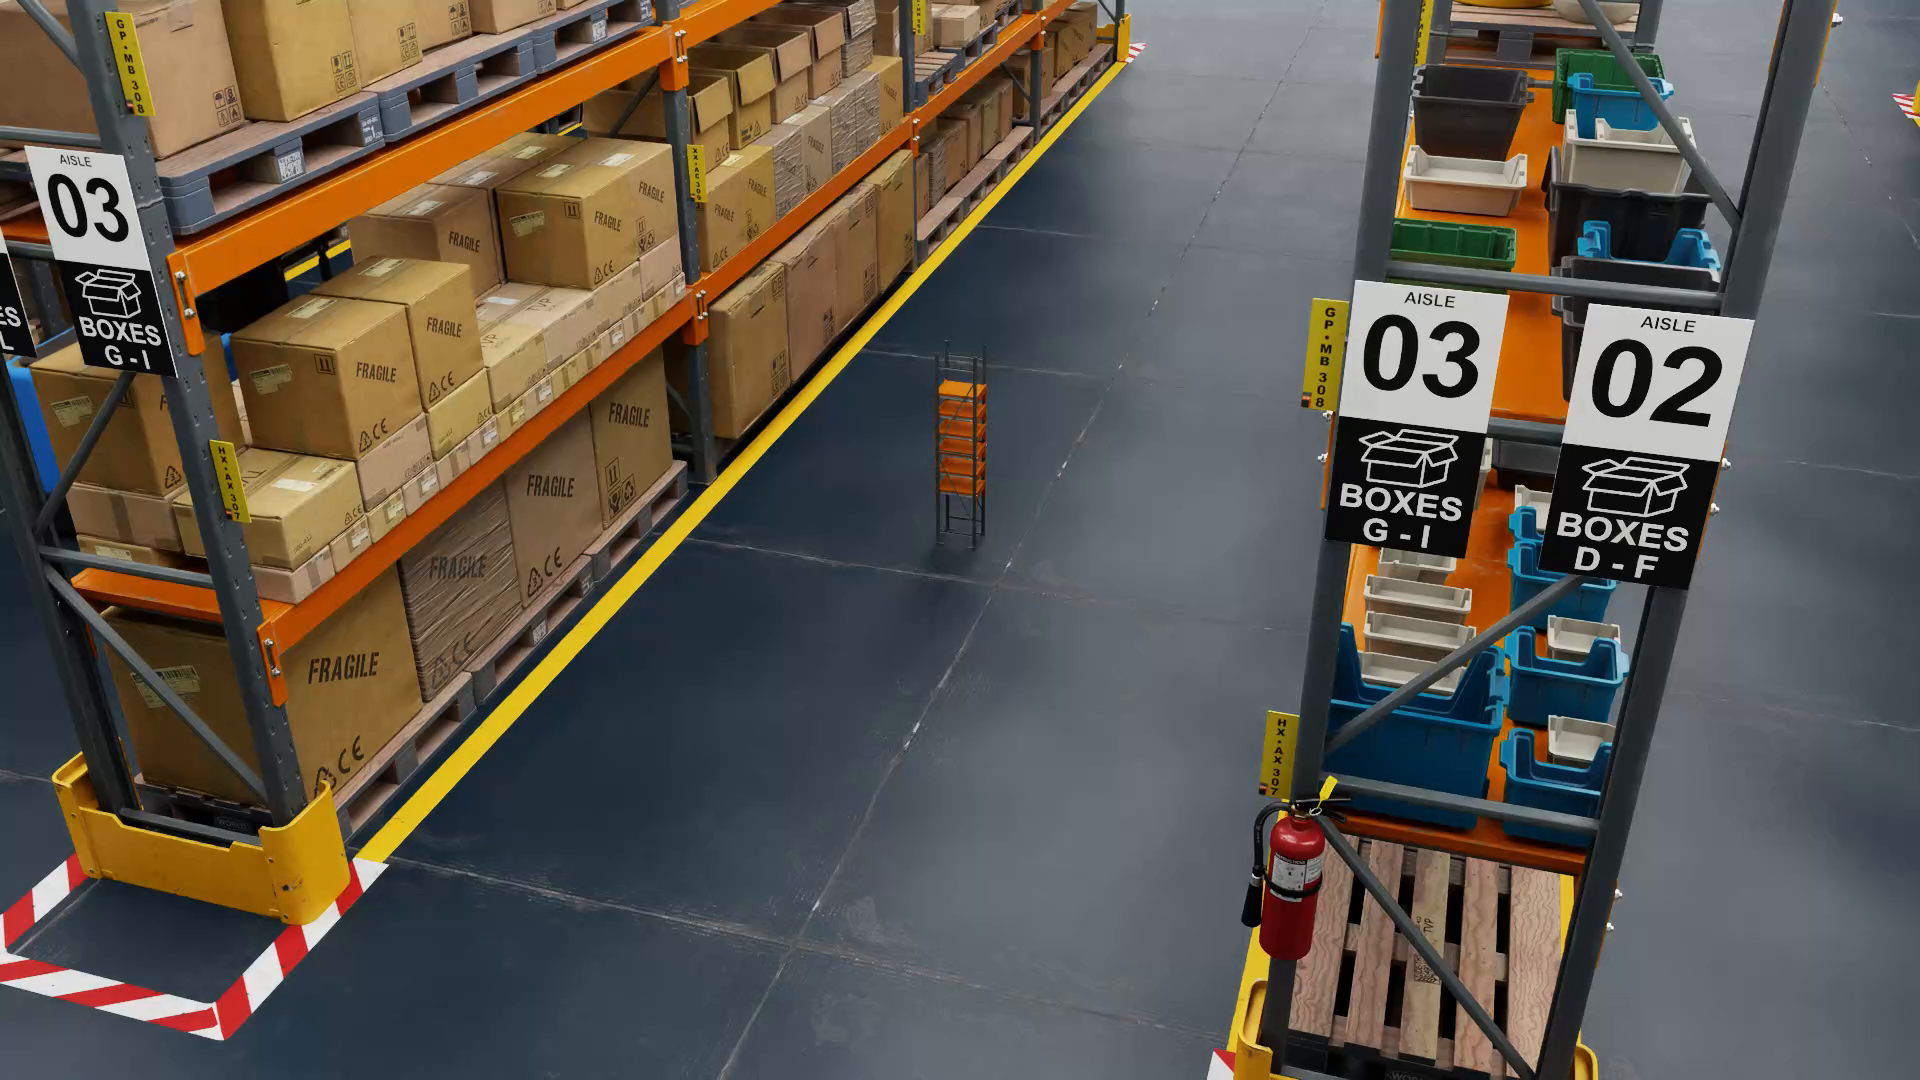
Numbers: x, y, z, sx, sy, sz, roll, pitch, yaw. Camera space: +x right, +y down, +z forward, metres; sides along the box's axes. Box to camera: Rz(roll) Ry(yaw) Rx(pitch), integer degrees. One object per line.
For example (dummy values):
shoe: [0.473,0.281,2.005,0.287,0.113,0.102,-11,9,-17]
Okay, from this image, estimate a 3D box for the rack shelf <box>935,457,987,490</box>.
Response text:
rack shelf: [0.004,-0.387,9.550,0.258,0.103,0.180,8,30,15]

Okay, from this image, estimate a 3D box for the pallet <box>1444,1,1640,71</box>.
pallet: [2.852,-2.639,8.518,1.213,0.211,1.003,8,30,15]

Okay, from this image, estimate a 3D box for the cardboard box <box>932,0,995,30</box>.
cardboard box: [-0.092,-4.867,14.876,0.797,0.503,0.637,12,31,20]

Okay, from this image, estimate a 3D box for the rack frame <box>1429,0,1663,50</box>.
rack frame: [2.715,-3.654,7.063,1.000,3.000,0.127,8,30,15]

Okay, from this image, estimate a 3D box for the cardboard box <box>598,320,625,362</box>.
cardboard box: [-2.022,-1.083,8.870,0.380,0.149,0.250,9,30,16]

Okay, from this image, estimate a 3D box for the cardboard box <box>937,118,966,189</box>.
cardboard box: [-0.358,-3.537,15.141,0.700,0.500,0.500,11,31,19]

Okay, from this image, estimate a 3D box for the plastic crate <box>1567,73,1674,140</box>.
plastic crate: [2.753,-1.802,6.990,0.416,0.233,0.300,8,30,15]

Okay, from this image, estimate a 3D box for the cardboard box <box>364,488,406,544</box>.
cardboard box: [-2.625,-0.127,7.152,0.380,0.149,0.250,8,30,14]

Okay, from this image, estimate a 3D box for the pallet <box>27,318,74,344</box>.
pallet: [-6.504,-1.638,12.477,1.003,0.211,1.213,8,30,15]

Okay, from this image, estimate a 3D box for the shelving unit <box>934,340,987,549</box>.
shelving unit: [0.004,-0.531,9.470,0.258,1.200,0.189,8,30,15]

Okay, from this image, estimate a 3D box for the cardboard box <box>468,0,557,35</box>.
cardboard box: [-2.354,-2.700,7.794,0.700,0.500,0.500,10,31,17]

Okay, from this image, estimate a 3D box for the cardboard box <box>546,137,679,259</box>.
cardboard box: [-1.899,-1.880,9.121,0.500,0.500,0.500,9,30,16]

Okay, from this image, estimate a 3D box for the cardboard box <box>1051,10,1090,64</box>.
cardboard box: [1.161,-5.837,19.296,0.500,0.500,0.500,17,33,28]

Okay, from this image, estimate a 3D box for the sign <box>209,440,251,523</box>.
sign: [-2.665,-0.212,6.073,0.100,0.325,0.005,8,30,15]

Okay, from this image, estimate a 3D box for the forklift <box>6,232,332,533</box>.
forklift: [-4.557,-1.945,10.232,1.130,2.935,3.031,7,30,12]

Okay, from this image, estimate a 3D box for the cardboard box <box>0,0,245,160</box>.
cardboard box: [-3.092,-1.712,6.018,0.700,0.500,0.500,7,30,12]

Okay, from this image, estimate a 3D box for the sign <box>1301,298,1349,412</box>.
sign: [1.010,-0.510,4.603,0.100,0.325,0.005,8,30,15]

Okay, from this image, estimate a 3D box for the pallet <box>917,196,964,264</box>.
pallet: [-0.615,-2.743,14.463,1.003,0.211,1.213,8,30,15]

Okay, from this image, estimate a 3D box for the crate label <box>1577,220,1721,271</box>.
crate label: [2.121,-0.802,5.174,0.408,0.251,0.502,8,30,15]

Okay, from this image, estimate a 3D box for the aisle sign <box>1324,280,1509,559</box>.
aisle sign: [1.240,-0.318,4.563,0.394,0.787,0.004,8,30,15]

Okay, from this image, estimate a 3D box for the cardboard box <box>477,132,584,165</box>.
cardboard box: [-2.405,-1.946,9.239,0.500,0.500,0.500,8,30,15]

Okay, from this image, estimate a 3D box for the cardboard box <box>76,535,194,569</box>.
cardboard box: [-3.404,0.017,6.893,0.380,0.149,0.250,9,30,16]

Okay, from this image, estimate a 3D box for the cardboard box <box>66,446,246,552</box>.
cardboard box: [-3.305,-0.208,6.887,0.500,0.250,0.500,8,30,14]

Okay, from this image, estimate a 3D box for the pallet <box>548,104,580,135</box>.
pallet: [-4.538,-4.624,17.845,1.003,0.211,1.213,8,30,15]

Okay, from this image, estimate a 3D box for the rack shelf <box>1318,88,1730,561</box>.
rack shelf: [2.128,-1.100,6.296,1.077,0.370,4.000,8,30,15]

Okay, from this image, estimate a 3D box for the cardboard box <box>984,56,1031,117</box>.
cardboard box: [0.484,-4.729,17.304,0.500,0.500,0.500,8,30,13]

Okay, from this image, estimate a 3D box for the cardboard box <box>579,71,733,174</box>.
cardboard box: [-1.840,-2.520,10.059,0.797,0.503,0.637,8,30,14]

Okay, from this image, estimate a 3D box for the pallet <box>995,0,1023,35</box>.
pallet: [-0.035,-5.039,15.920,1.003,0.211,1.213,8,30,15]

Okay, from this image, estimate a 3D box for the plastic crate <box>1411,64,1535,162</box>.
plastic crate: [2.088,-1.748,6.856,0.497,0.269,0.590,8,30,15]

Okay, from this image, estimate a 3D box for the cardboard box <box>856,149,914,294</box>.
cardboard box: [-1.068,-2.536,12.976,1.225,0.875,0.875,7,30,13]

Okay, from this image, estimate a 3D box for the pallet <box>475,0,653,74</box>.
pallet: [-2.270,-2.633,8.403,1.003,0.211,1.213,8,30,15]

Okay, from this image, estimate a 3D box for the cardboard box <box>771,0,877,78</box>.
cardboard box: [-1.076,-3.743,12.258,0.797,0.503,0.637,10,30,17]

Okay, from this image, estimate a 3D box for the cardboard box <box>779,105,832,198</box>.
cardboard box: [-1.205,-2.669,11.359,0.500,0.500,0.500,9,30,16]

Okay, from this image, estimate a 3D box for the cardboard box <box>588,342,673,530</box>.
cardboard box: [-2.290,-0.699,9.675,0.875,0.875,0.875,8,30,15]

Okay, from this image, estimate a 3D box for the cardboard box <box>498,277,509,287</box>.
cardboard box: [-2.559,-1.393,9.016,0.500,0.250,0.500,8,30,15]

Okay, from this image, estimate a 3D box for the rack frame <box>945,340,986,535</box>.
rack frame: [0.031,-0.574,9.547,0.240,1.200,0.006,8,30,15]

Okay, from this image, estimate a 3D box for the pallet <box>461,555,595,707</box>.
pallet: [-2.674,0.390,8.832,1.003,0.211,1.213,8,30,15]

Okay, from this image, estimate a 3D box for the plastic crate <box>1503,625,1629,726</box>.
plastic crate: [2.121,0.499,5.877,0.416,0.233,0.300,8,30,15]

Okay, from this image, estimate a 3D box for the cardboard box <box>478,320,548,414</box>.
cardboard box: [-2.349,-0.848,8.038,0.500,0.250,0.500,8,30,14]

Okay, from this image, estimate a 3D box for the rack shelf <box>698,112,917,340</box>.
rack shelf: [-1.433,-2.355,11.637,1.077,0.370,4.000,8,30,15]

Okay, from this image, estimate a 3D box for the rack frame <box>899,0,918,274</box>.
rack frame: [-0.846,-3.598,13.133,1.000,3.000,0.127,8,30,15]

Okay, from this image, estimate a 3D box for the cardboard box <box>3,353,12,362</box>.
cardboard box: [-6.588,-1.243,11.093,0.380,0.149,0.250,7,30,12]

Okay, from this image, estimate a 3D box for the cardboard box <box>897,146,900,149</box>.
cardboard box: [-0.678,-3.342,14.019,0.500,0.250,0.500,10,31,17]

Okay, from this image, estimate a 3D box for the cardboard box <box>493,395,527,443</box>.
cardboard box: [-2.324,-0.604,8.008,0.380,0.149,0.250,8,30,14]

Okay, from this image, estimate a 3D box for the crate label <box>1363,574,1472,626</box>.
crate label: [1.765,0.245,6.434,0.396,0.136,0.243,8,30,15]

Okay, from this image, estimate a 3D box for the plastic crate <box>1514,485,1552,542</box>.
plastic crate: [2.491,-0.092,7.039,0.293,0.136,0.466,8,30,15]

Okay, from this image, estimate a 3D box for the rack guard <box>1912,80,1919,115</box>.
rack guard: [10.979,-4.820,17.900,1.175,0.500,0.348,8,30,15]

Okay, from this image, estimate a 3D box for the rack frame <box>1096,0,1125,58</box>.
rack frame: [1.503,-7.316,19.816,1.000,3.000,0.127,8,30,15]
